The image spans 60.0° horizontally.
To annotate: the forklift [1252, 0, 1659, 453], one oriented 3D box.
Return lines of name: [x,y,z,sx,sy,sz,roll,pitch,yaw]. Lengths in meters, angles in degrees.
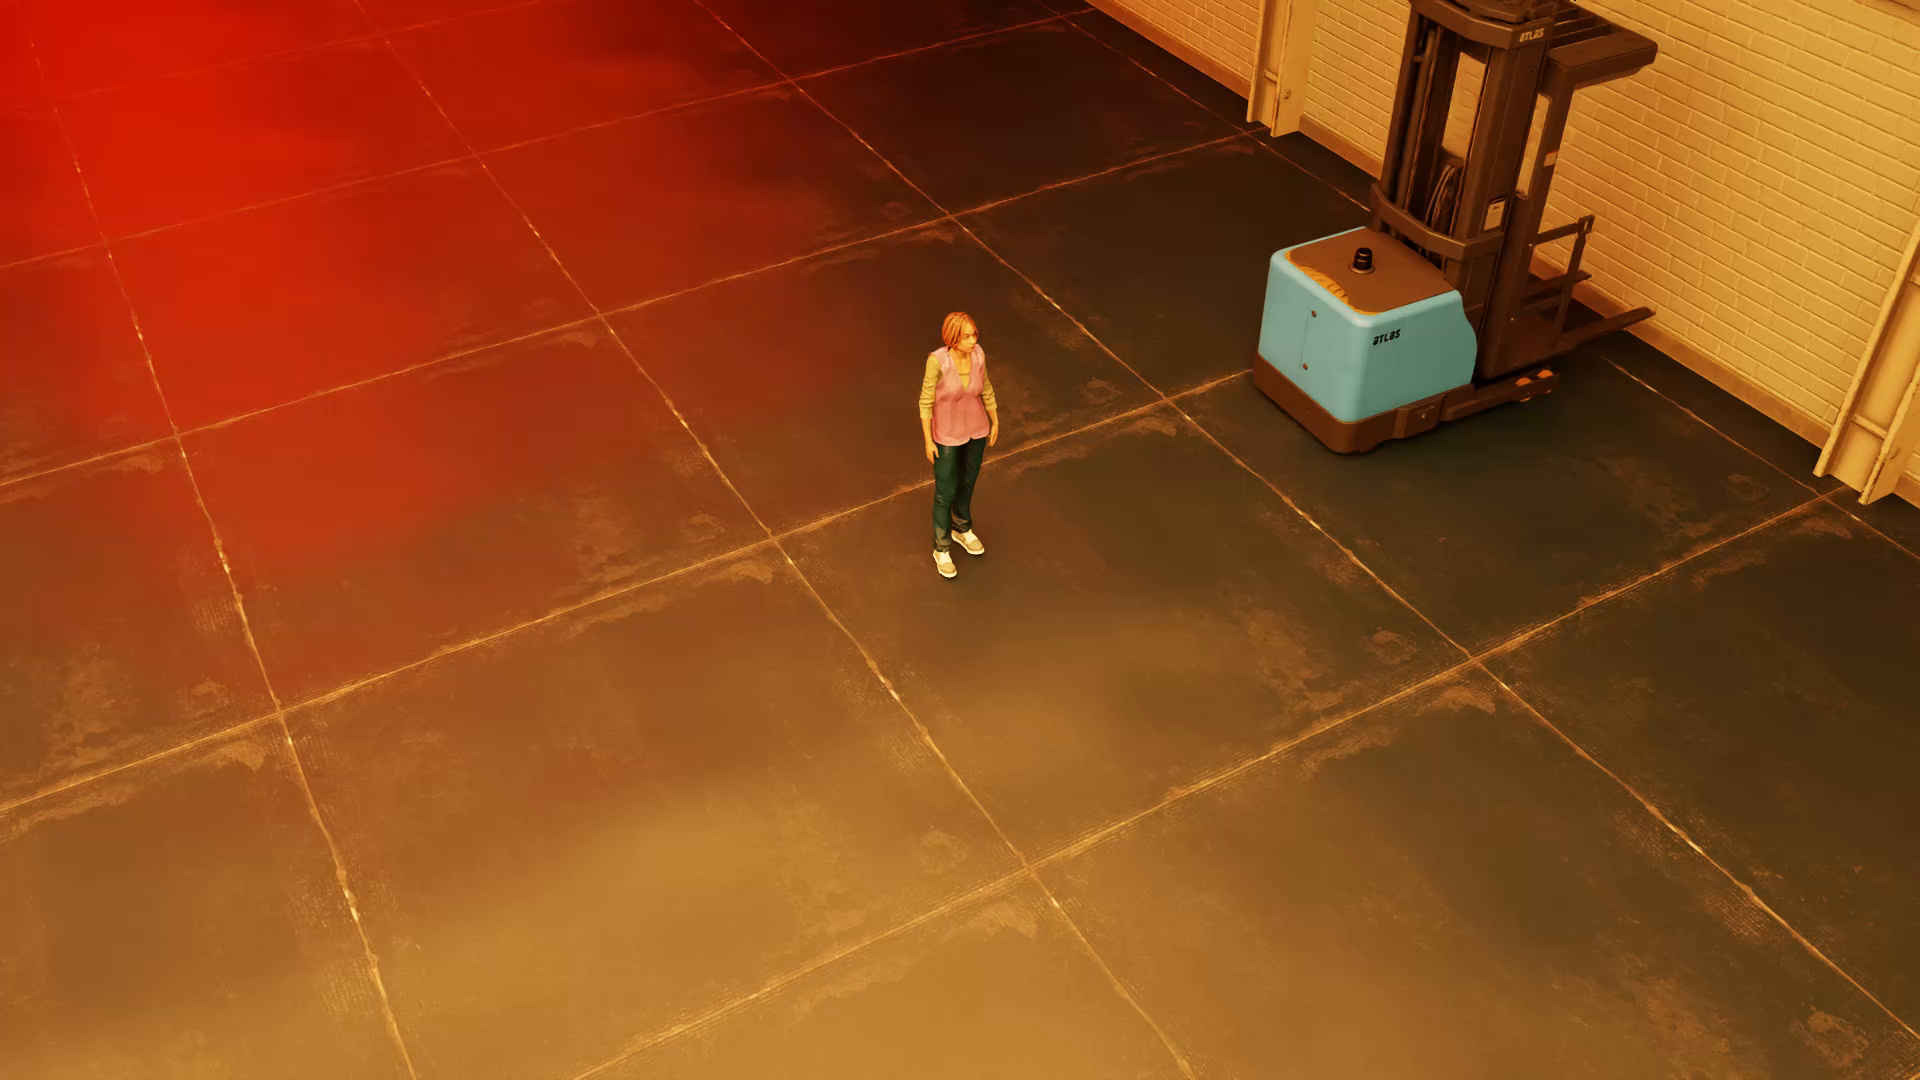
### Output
forklift: [3.576,-2.363,10.885,3.031,2.935,1.130,-19,43,-21]

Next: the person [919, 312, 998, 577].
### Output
person: [0.026,-0.574,9.763,0.521,1.599,0.473,-20,44,-23]
